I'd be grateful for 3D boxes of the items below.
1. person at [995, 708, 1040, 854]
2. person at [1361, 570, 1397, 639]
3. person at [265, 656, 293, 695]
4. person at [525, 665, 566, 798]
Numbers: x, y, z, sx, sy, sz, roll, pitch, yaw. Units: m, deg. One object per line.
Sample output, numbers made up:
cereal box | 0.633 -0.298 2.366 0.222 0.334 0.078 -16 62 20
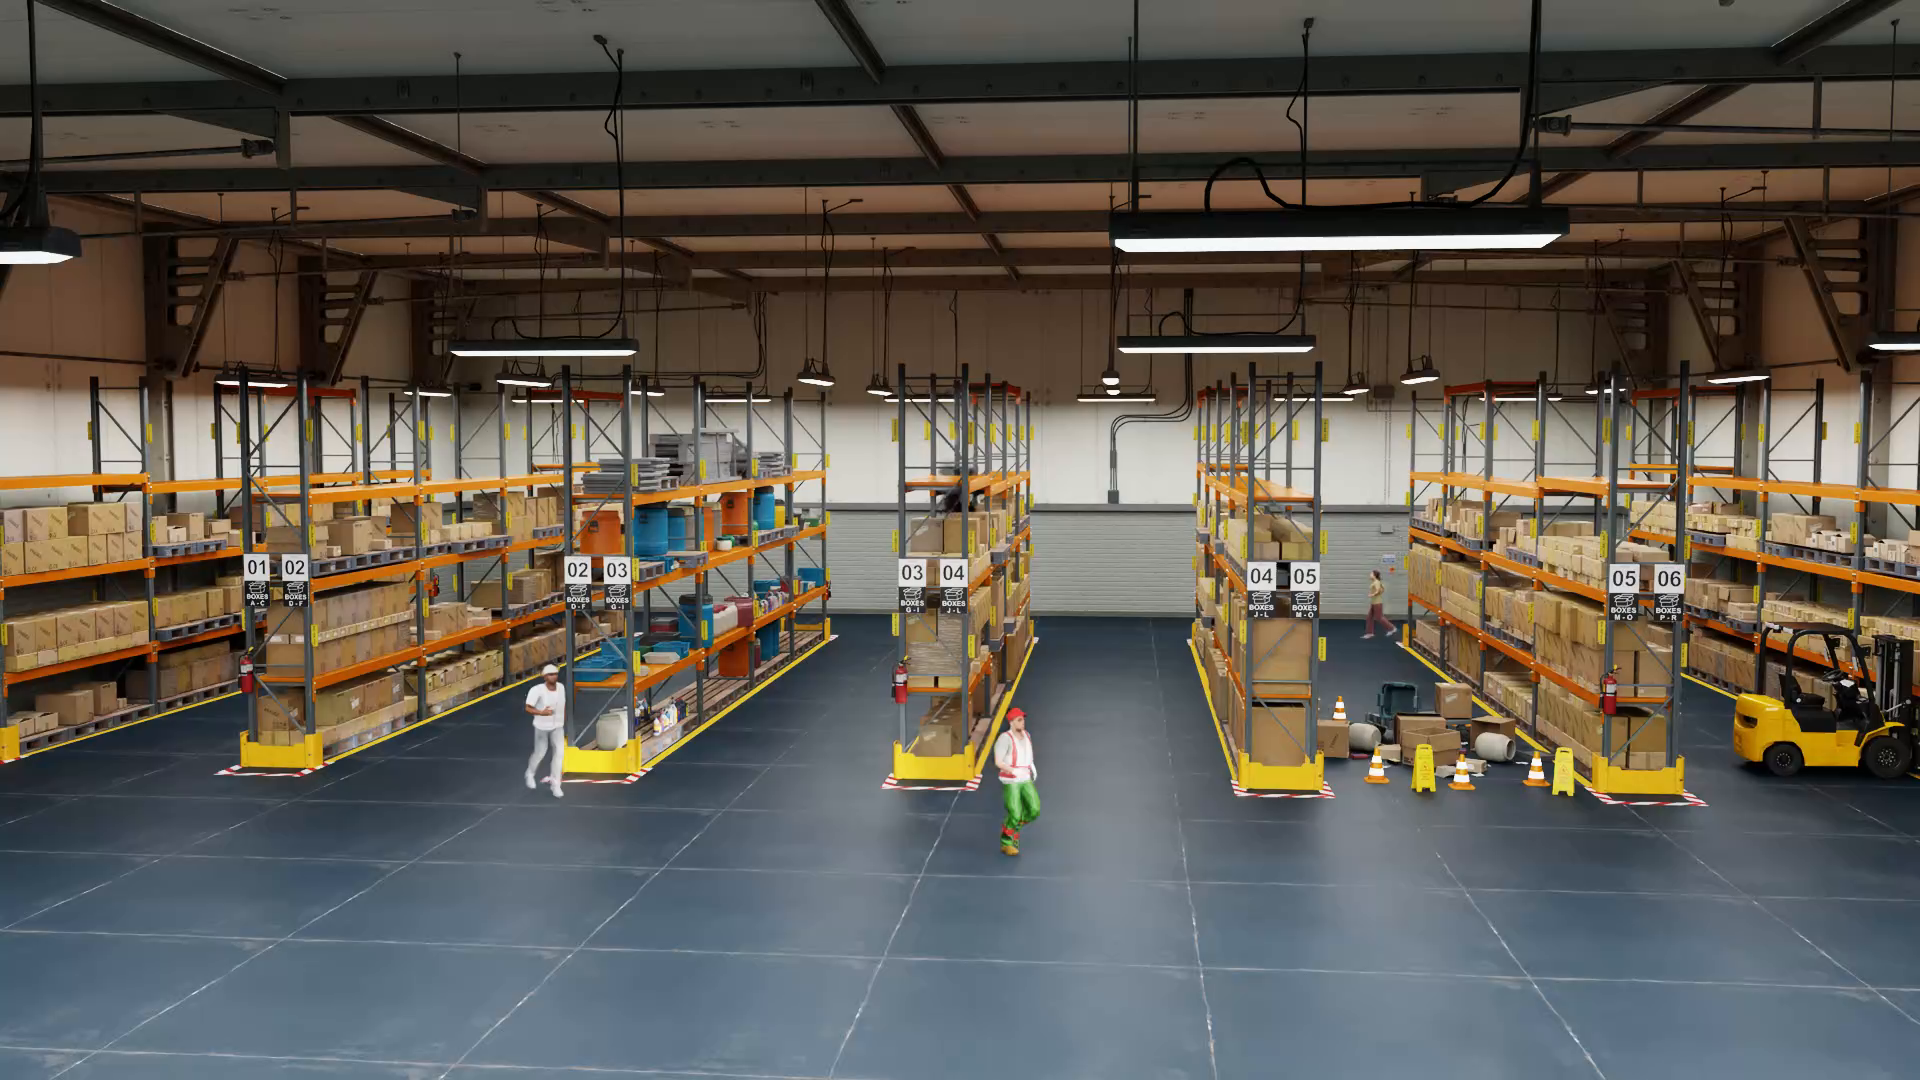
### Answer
person | 0.717 2.856 19.708 0.700 1.742 0.602 -3 5 -42
person | 10.188 1.578 40.357 0.848 1.697 0.583 1 4 11
person | -12.114 2.212 29.695 0.668 1.840 0.788 0 4 -1
person | -5.734 2.630 23.151 0.711 1.809 0.861 -3 5 -41
